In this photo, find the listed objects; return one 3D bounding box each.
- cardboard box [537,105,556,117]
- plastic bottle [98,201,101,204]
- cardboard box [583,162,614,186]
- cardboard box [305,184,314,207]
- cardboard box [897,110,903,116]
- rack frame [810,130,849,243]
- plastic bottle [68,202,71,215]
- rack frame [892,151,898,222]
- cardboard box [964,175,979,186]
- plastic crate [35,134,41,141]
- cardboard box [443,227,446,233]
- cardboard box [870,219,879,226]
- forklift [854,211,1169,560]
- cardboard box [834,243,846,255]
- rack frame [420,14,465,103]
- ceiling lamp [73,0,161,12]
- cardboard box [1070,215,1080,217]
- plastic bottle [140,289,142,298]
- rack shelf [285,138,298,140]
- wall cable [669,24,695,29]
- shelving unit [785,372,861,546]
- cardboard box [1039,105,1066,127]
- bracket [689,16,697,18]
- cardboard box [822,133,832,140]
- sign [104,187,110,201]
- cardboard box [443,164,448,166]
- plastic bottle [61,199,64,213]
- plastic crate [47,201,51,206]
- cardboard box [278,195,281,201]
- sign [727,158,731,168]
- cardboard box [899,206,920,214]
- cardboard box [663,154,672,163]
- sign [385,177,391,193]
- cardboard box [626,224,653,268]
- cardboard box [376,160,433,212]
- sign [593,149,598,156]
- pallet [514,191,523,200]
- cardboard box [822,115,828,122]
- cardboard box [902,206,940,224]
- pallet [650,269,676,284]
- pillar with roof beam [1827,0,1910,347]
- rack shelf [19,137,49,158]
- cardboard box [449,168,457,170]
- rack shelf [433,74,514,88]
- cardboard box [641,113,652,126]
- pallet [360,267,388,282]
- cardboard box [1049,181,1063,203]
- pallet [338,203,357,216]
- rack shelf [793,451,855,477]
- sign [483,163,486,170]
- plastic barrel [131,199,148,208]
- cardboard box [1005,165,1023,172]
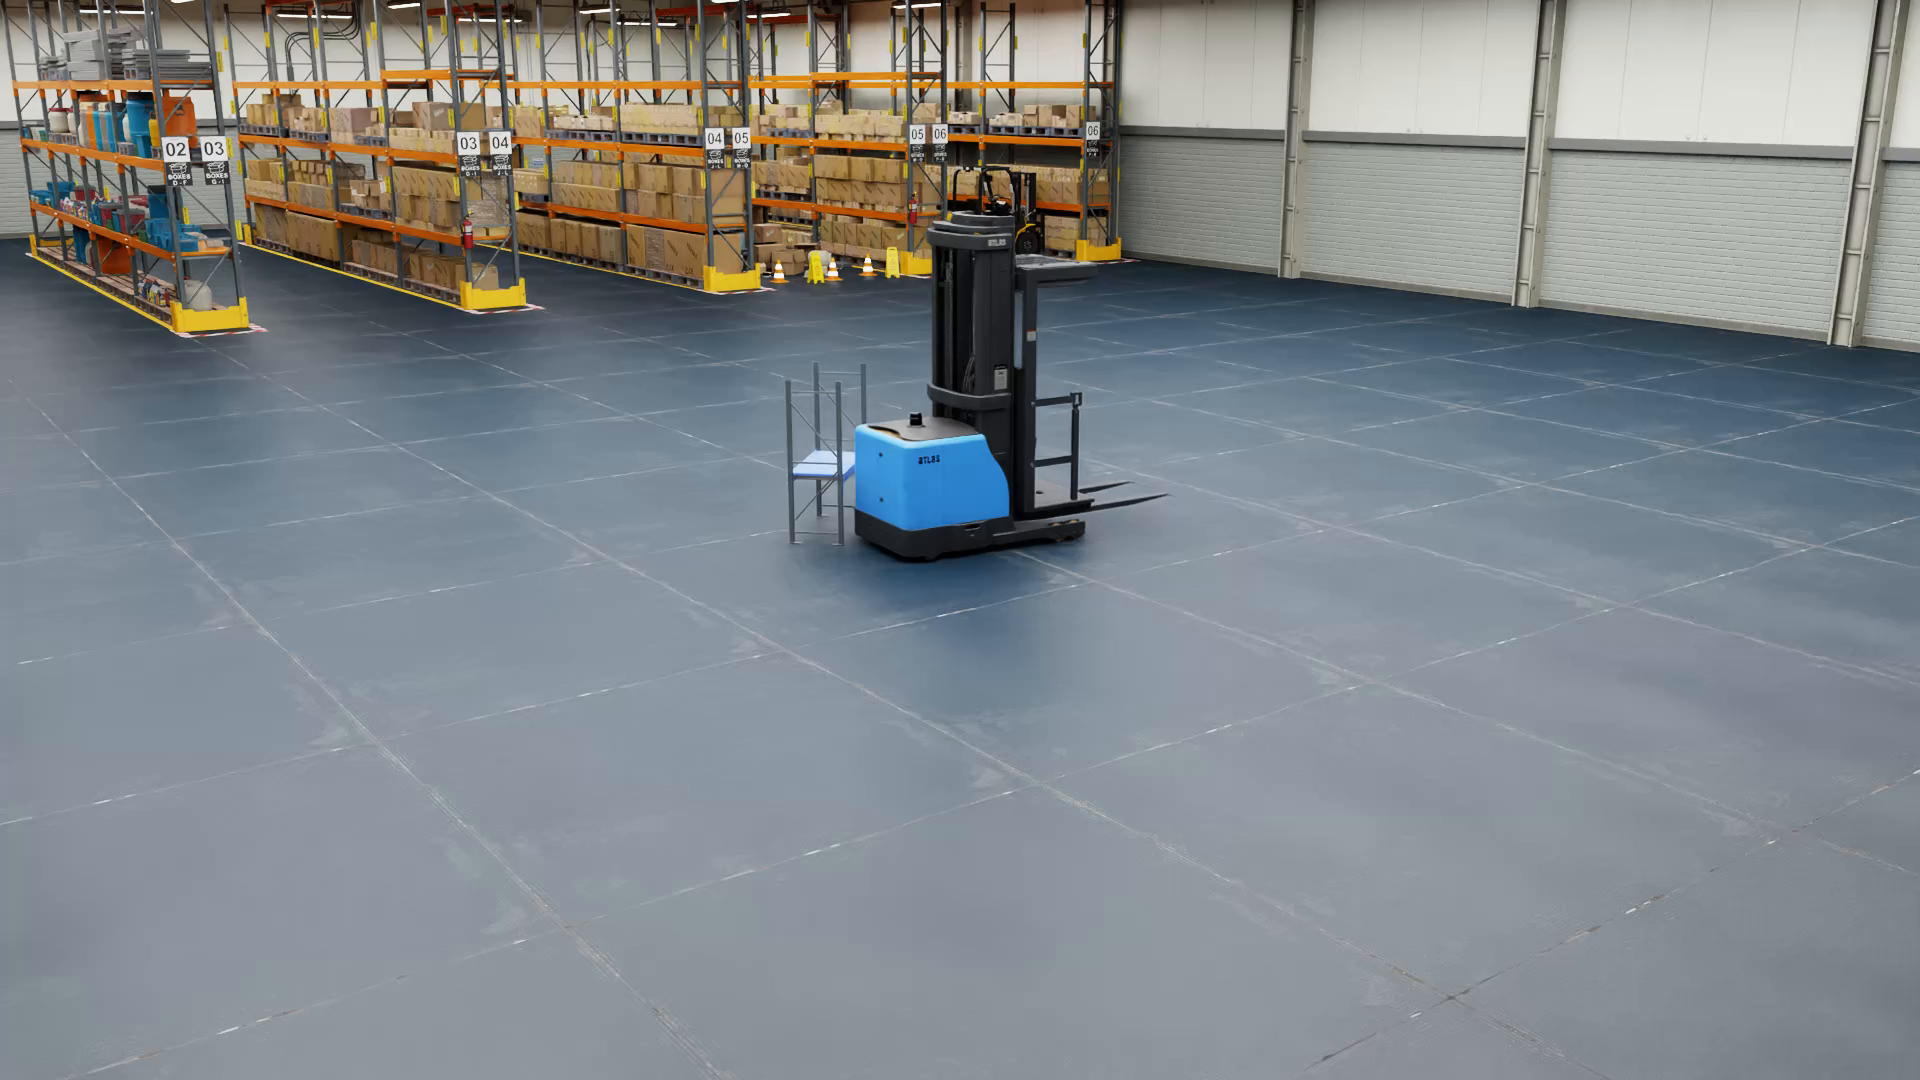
[{"bbox_3d":[-9.815,-10.197,39.503,0.396,0.266,0.258,-11,19,-35],"label":"cardboard box"},{"bbox_3d":[-18.882,-7.319,36.552,0.097,0.271,0.097,0,15,0],"label":"plastic bottle"},{"bbox_3d":[-8.209,-8.394,38.153,0.700,0.500,0.500,-11,19,-35],"label":"cardboard box"},{"bbox_3d":[-14.824,-7.980,38.535,0.500,0.500,0.500,-10,18,-33],"label":"cardboard box"},{"bbox_3d":[-1.528,-11.738,45.740,0.380,0.149,0.250,-11,19,-34],"label":"cardboard box"},{"bbox_3d":[-3.071,-8.223,39.610,1.000,3.000,0.127,-11,19,-35],"label":"rack frame"},{"bbox_3d":[-19.288,-7.208,36.140,0.152,0.276,0.135,-11,19,-35],"label":"plastic bottle"},{"bbox_3d":[-1.410,-9.848,45.549,1.000,3.000,0.127,-11,19,-35],"label":"rack frame"},{"bbox_3d":[0.447,-9.228,42.620,0.500,0.250,0.500,-11,19,-36],"label":"cardboard box"},{"bbox_3d":[-20.852,-9.156,37.838,0.293,0.136,0.466,-11,19,-35],"label":"plastic crate"},{"bbox_3d":[-9.652,-5.952,31.792,0.380,0.149,0.250,-11,19,-35],"label":"cardboard box"},{"bbox_3d":[-1.816,-7.172,37.536,0.380,0.149,0.250,-10,18,-34],"label":"cardboard box"},{"bbox_3d":[0.558,-1.510,15.216,3.031,2.935,1.130,-9,18,-30],"label":"forklift"},{"bbox_3d":[-2.619,-6.819,38.894,0.500,0.250,0.500,-10,18,-31],"label":"cardboard box"},{"bbox_3d":[-14.071,-12.889,45.295,1.000,3.000,0.127,-11,19,-35],"label":"rack frame"},{"bbox_3d":[-21.690,-15.171,42.498,2.000,3.144,0.800,-11,19,-35],"label":"ceiling lamp"},{"bbox_3d":[2.868,-7.736,40.353,0.500,0.250,0.500,-11,19,-34],"label":"cardboard box"},{"bbox_3d":[-15.141,-4.599,30.837,0.097,0.201,0.097,0,15,0],"label":"plastic bottle"},{"bbox_3d":[-14.614,-9.160,38.345,0.919,0.124,3.809,-11,19,-35],"label":"rack shelf"},{"bbox_3d":[-8.396,-18.536,55.394,2.988,3.039,0.133,-11,19,-35],"label":"wall cable"},{"bbox_3d":[-1.220,-0.816,15.391,0.500,1.500,1.039,2,15,9],"label":"shelving unit"},{"bbox_3d":[2.315,-10.176,39.893,0.700,0.500,0.500,-11,19,-34],"label":"cardboard box"},{"bbox_3d":[-8.894,-17.441,55.110,0.235,0.232,0.430,-11,19,-35],"label":"bracket"},{"bbox_3d":[-2.979,-9.379,38.628,0.380,0.149,0.250,-11,19,-34],"label":"cardboard box"},{"bbox_3d":[-19.351,-7.842,37.697,0.100,0.325,0.005,-11,19,-35],"label":"sign"},{"bbox_3d":[-13.695,-9.938,45.124,0.500,0.500,0.500,-11,19,-34],"label":"cardboard box"},{"bbox_3d":[-19.848,-7.395,36.806,0.061,0.283,0.133,-11,19,-35],"label":"plastic bottle"},{"bbox_3d":[-20.672,-7.717,38.172,0.437,0.125,0.590,-11,19,-35],"label":"plastic crate"},{"bbox_3d":[-16.387,-8.341,40.518,0.380,0.149,0.250,-10,18,-33],"label":"cardboard box"},{"bbox_3d":[-5.869,-9.548,42.261,0.100,0.325,0.005,-11,19,-35],"label":"sign"},{"bbox_3d":[-1.112,-7.294,36.693,0.380,0.149,0.250,-10,18,-33],"label":"cardboard box"},{"bbox_3d":[-7.748,-10.323,45.200,0.500,0.500,0.500,-11,19,-34],"label":"cardboard box"},{"bbox_3d":[-11.533,-7.156,33.520,0.100,0.325,0.005,-11,19,-35],"label":"sign"},{"bbox_3d":[-6.702,-6.465,36.419,0.875,0.875,0.875,-11,19,-34],"label":"cardboard box"},{"bbox_3d":[-11.440,-7.368,34.555,1.000,1.000,1.000,-11,19,-34],"label":"cardboard box"},{"bbox_3d":[-11.842,-12.714,54.457,0.339,0.242,0.001,-11,19,-35],"label":"sign"},{"bbox_3d":[-10.564,-8.611,41.392,1.003,0.211,1.213,-11,19,-35],"label":"pallet"},{"bbox_3d":[-2.973,-9.764,38.525,0.380,0.149,0.250,-10,18,-33],"label":"cardboard box"},{"bbox_3d":[-1.054,-8.770,45.313,0.875,0.625,0.625,-10,18,-33],"label":"cardboard box"},{"bbox_3d":[-5.910,-5.652,35.502,1.003,0.211,1.213,-11,19,-35],"label":"pallet"},{"bbox_3d":[10.715,-6.810,23.085,9.100,9.000,0.400,-11,19,-35],"label":"pillar with roof beam"},{"bbox_3d":[-20.973,-9.151,38.682,1.077,0.370,4.000,-11,19,-35],"label":"rack shelf"},{"bbox_3d":[-9.720,-6.984,32.439,0.500,0.500,0.500,-11,19,-35],"label":"cardboard box"},{"bbox_3d":[-12.895,-12.113,43.830,1.077,0.370,4.000,-11,19,-35],"label":"rack shelf"},{"bbox_3d":[-6.359,-8.838,34.914,0.500,0.250,0.500,-11,19,-35],"label":"cardboard box"},{"bbox_3d":[-12.267,-5.766,35.918,1.003,0.211,1.213,-11,19,-35],"label":"pallet"},{"bbox_3d":[2.495,-8.364,39.939,0.500,0.500,0.500,-10,18,-33],"label":"cardboard box"},{"bbox_3d":[-12.933,-7.310,36.641,1.213,0.211,1.003,-11,19,-35],"label":"pallet"},{"bbox_3d":[-1.219,-0.708,15.426,0.459,0.026,0.952,2,15,9],"label":"rack shelf"},{"bbox_3d":[-12.153,-9.473,42.538,0.100,0.325,0.005,-11,19,-35],"label":"sign"},{"bbox_3d":[-16.164,-6.468,32.944,0.433,0.535,0.433,0,15,0],"label":"plastic barrel"},{"bbox_3d":[1.342,-9.218,41.267,0.380,0.149,0.250,-10,18,-33],"label":"cardboard box"}]
